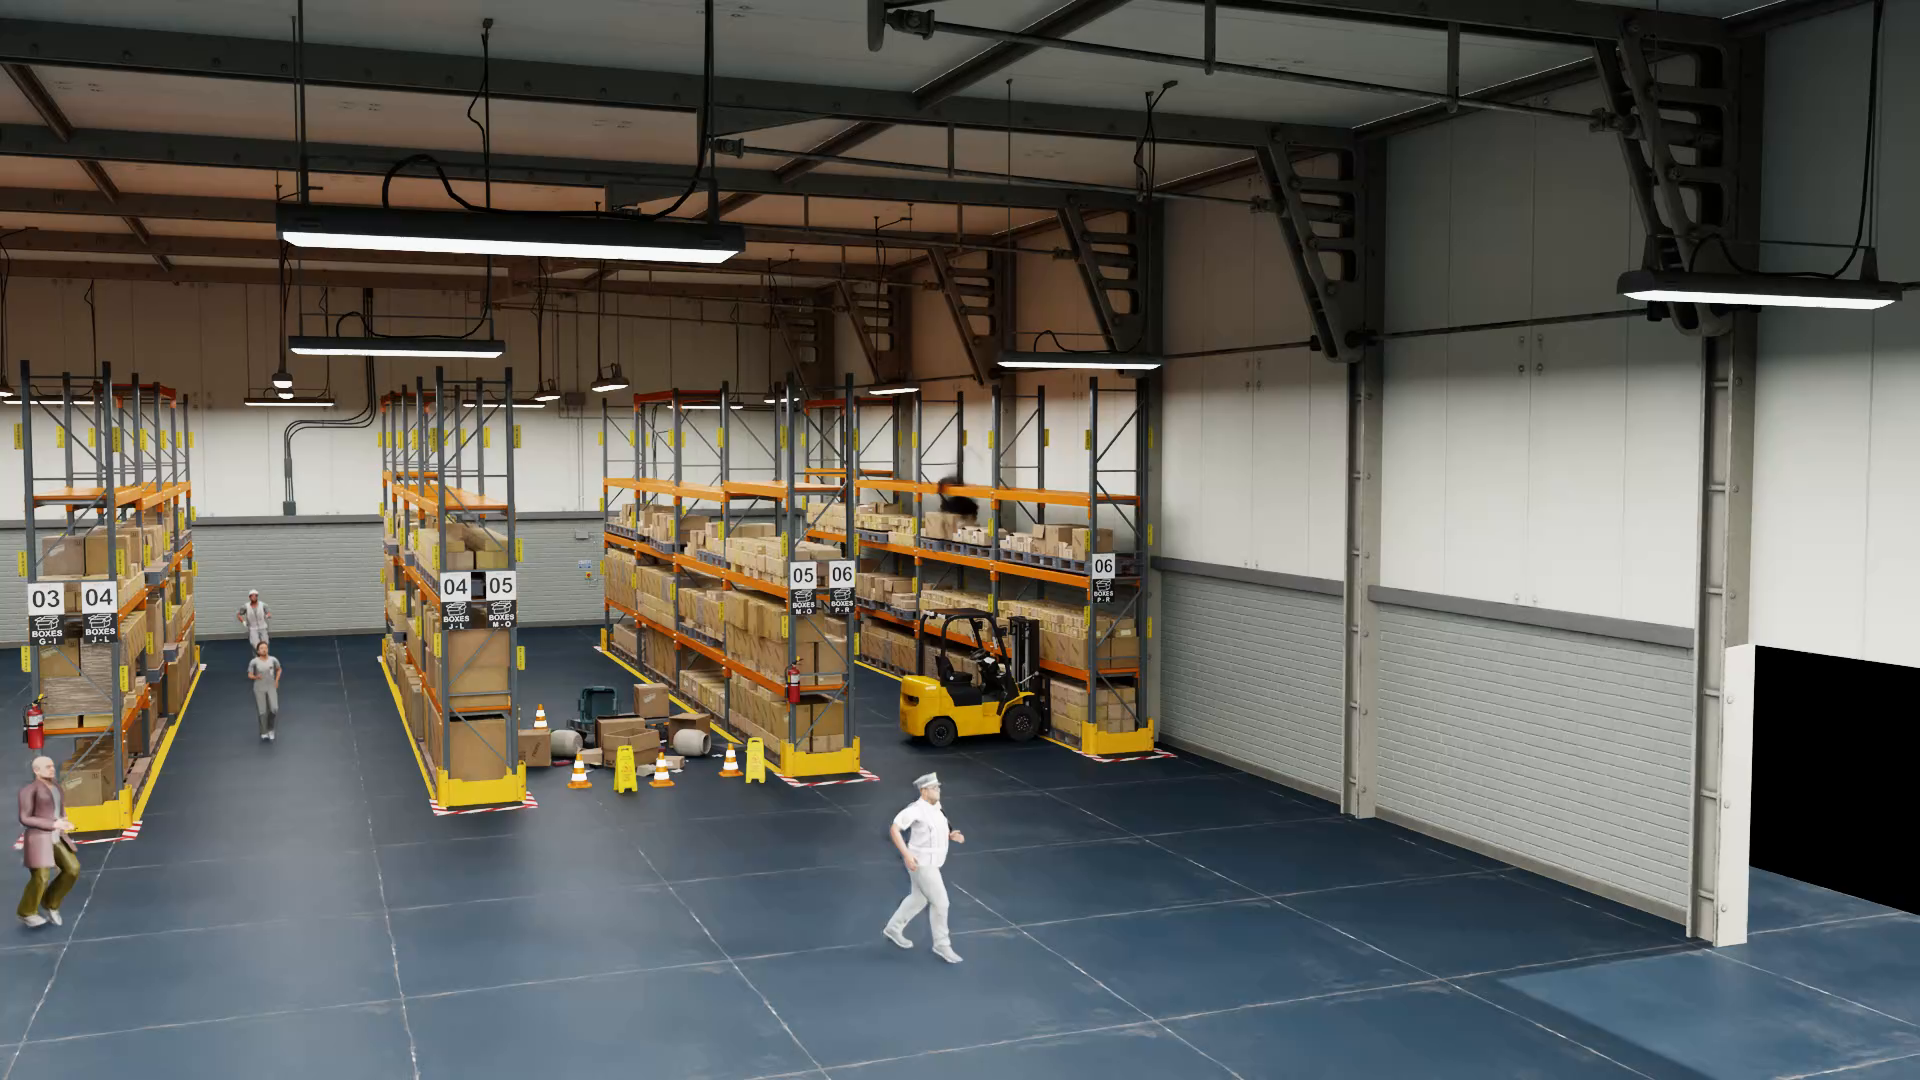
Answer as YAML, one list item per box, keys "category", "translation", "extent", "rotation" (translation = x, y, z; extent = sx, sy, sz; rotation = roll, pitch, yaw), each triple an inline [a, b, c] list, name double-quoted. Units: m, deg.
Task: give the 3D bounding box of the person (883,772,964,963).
- category: "person"
  translation: [-0.346, 3.147, 16.136]
  extent: [0.832, 1.826, 0.650]
  rotation: [1, 4, 14]

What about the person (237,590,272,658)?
- category: "person"
  translation: [-15.139, 1.976, 35.772]
  extent: [0.652, 1.813, 0.719]
  rotation: [-2, 4, -34]

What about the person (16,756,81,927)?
- category: "person"
  translation: [-9.347, 3.106, 17.069]
  extent: [0.744, 1.798, 0.732]
  rotation: [1, 4, 12]

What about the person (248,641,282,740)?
- category: "person"
  translation: [-11.520, 2.512, 27.605]
  extent: [0.548, 1.656, 0.616]
  rotation: [-2, 4, -29]
